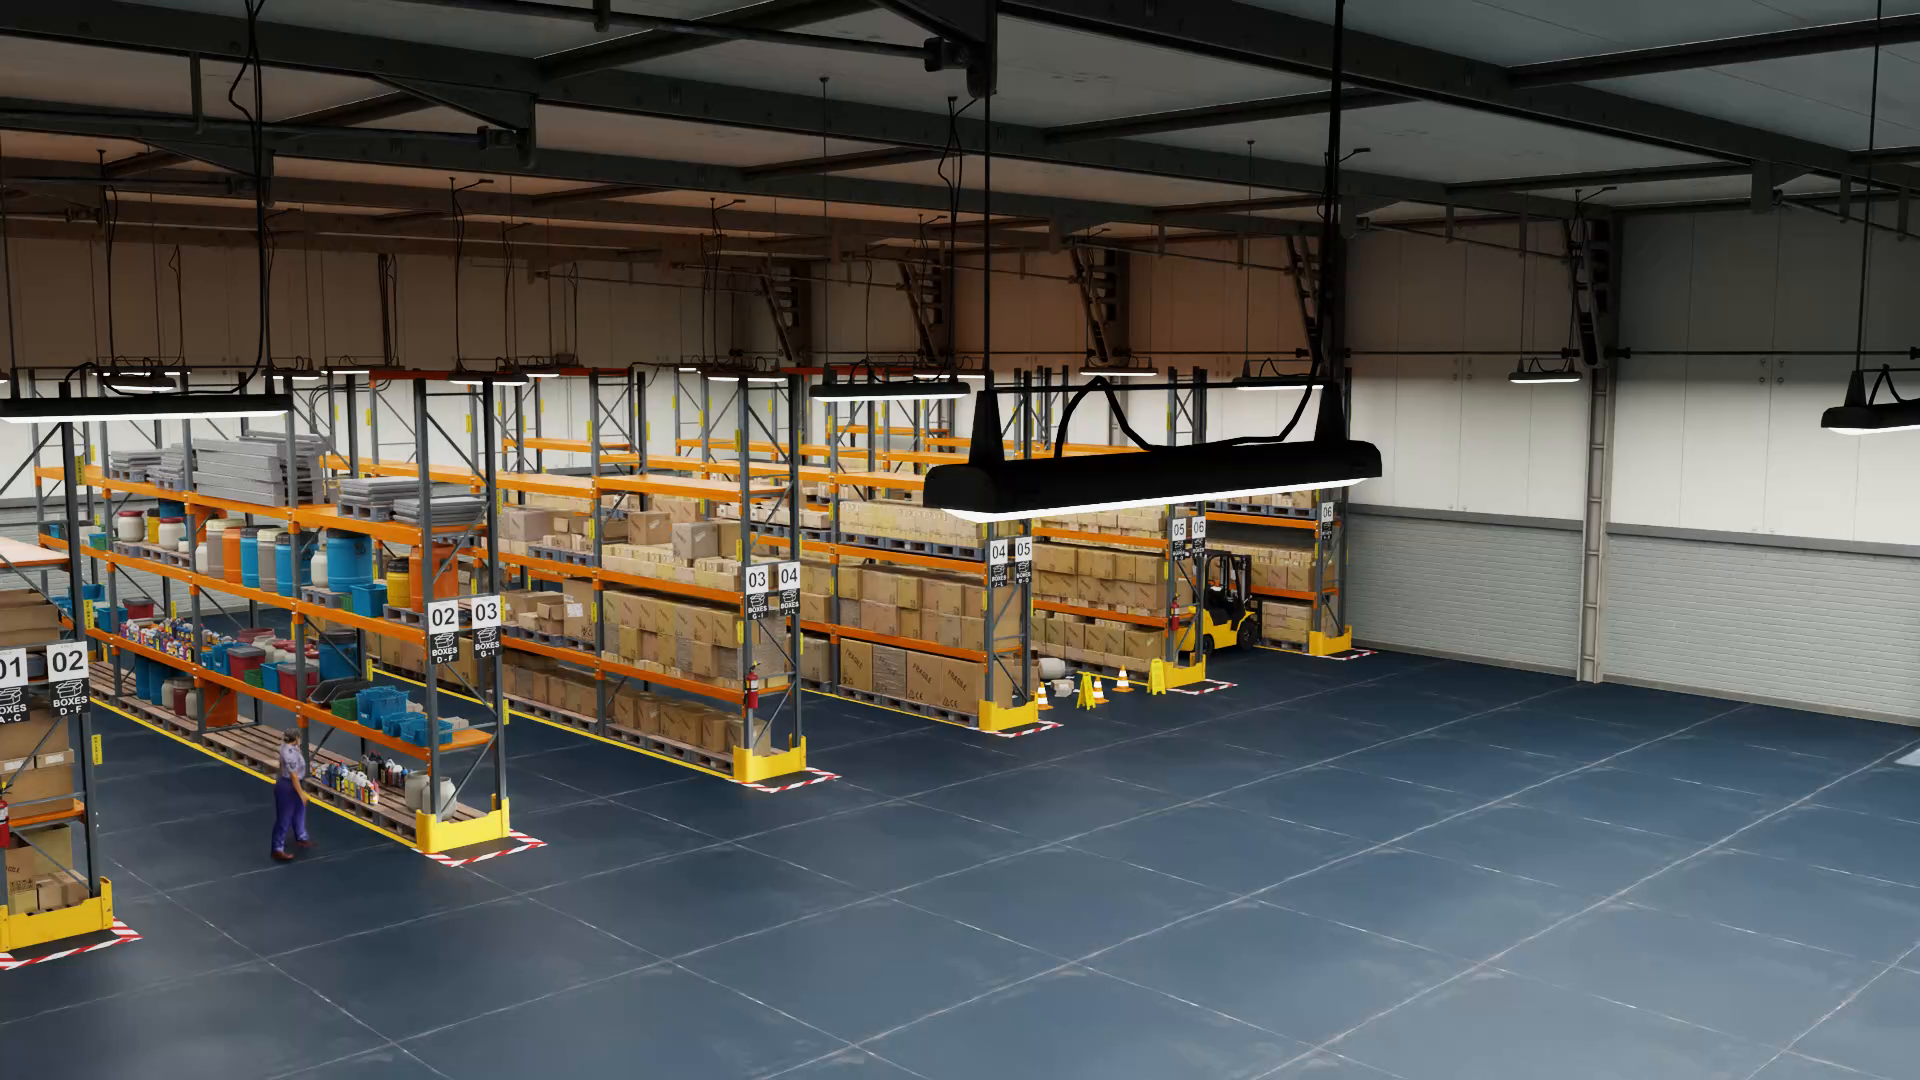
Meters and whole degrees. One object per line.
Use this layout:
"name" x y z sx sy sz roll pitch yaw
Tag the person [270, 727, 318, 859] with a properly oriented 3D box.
"person" -8.445 3.166 21.002 0.526 1.676 0.696 -2 7 -16
